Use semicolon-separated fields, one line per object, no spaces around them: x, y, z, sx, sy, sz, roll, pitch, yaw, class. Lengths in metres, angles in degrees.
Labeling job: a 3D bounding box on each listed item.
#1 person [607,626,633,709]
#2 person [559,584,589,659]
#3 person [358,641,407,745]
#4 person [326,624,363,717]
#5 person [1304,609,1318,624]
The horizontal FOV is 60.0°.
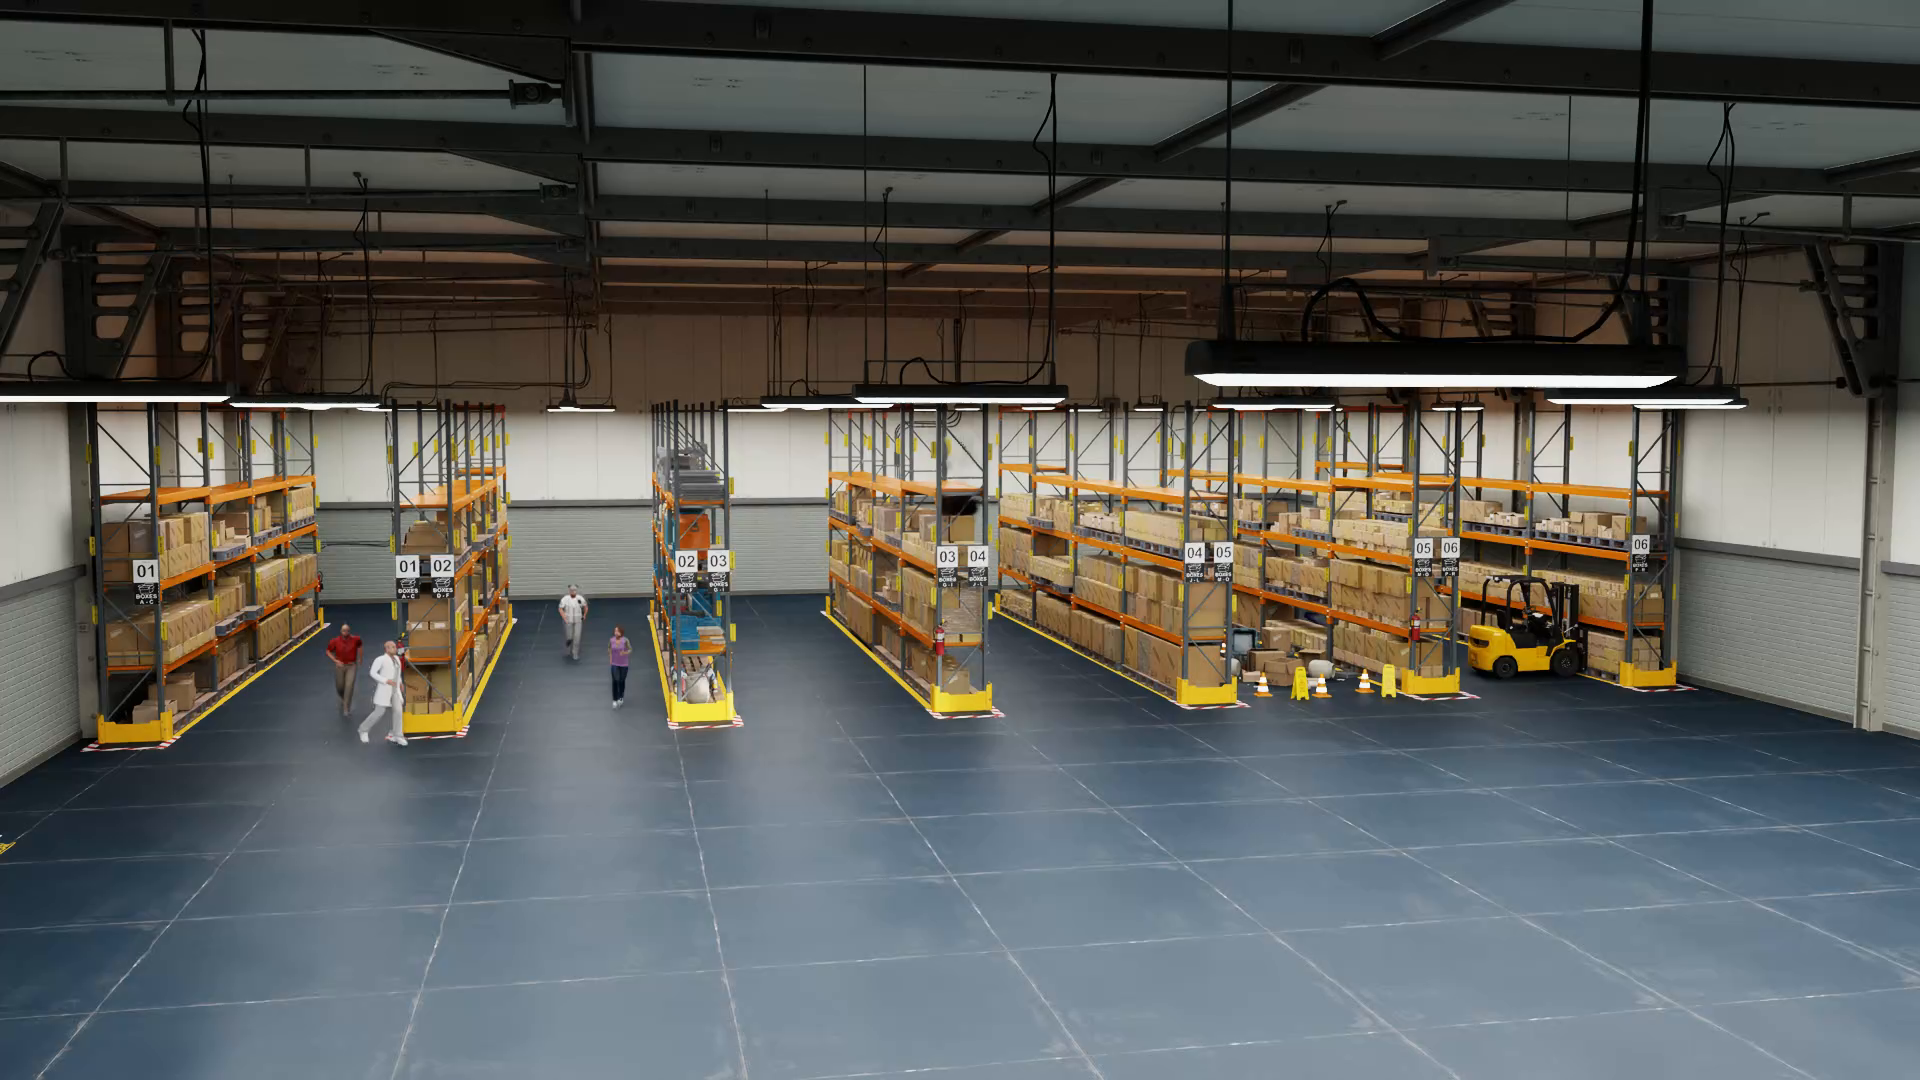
-6.651;2.488;32.518;0.507;1.638;0.697;-1;4;-7;person
-9.113;1.900;39.256;0.685;1.764;0.631;-1;5;-18;person
-9.932;2.647;28.980;1.041;1.758;0.764;2;5;28;person
-11.808;2.471;31.948;0.686;1.726;0.975;-2;5;-24;person
9.261;1.654;43.460;0.603;1.593;0.640;-1;4;-17;person
